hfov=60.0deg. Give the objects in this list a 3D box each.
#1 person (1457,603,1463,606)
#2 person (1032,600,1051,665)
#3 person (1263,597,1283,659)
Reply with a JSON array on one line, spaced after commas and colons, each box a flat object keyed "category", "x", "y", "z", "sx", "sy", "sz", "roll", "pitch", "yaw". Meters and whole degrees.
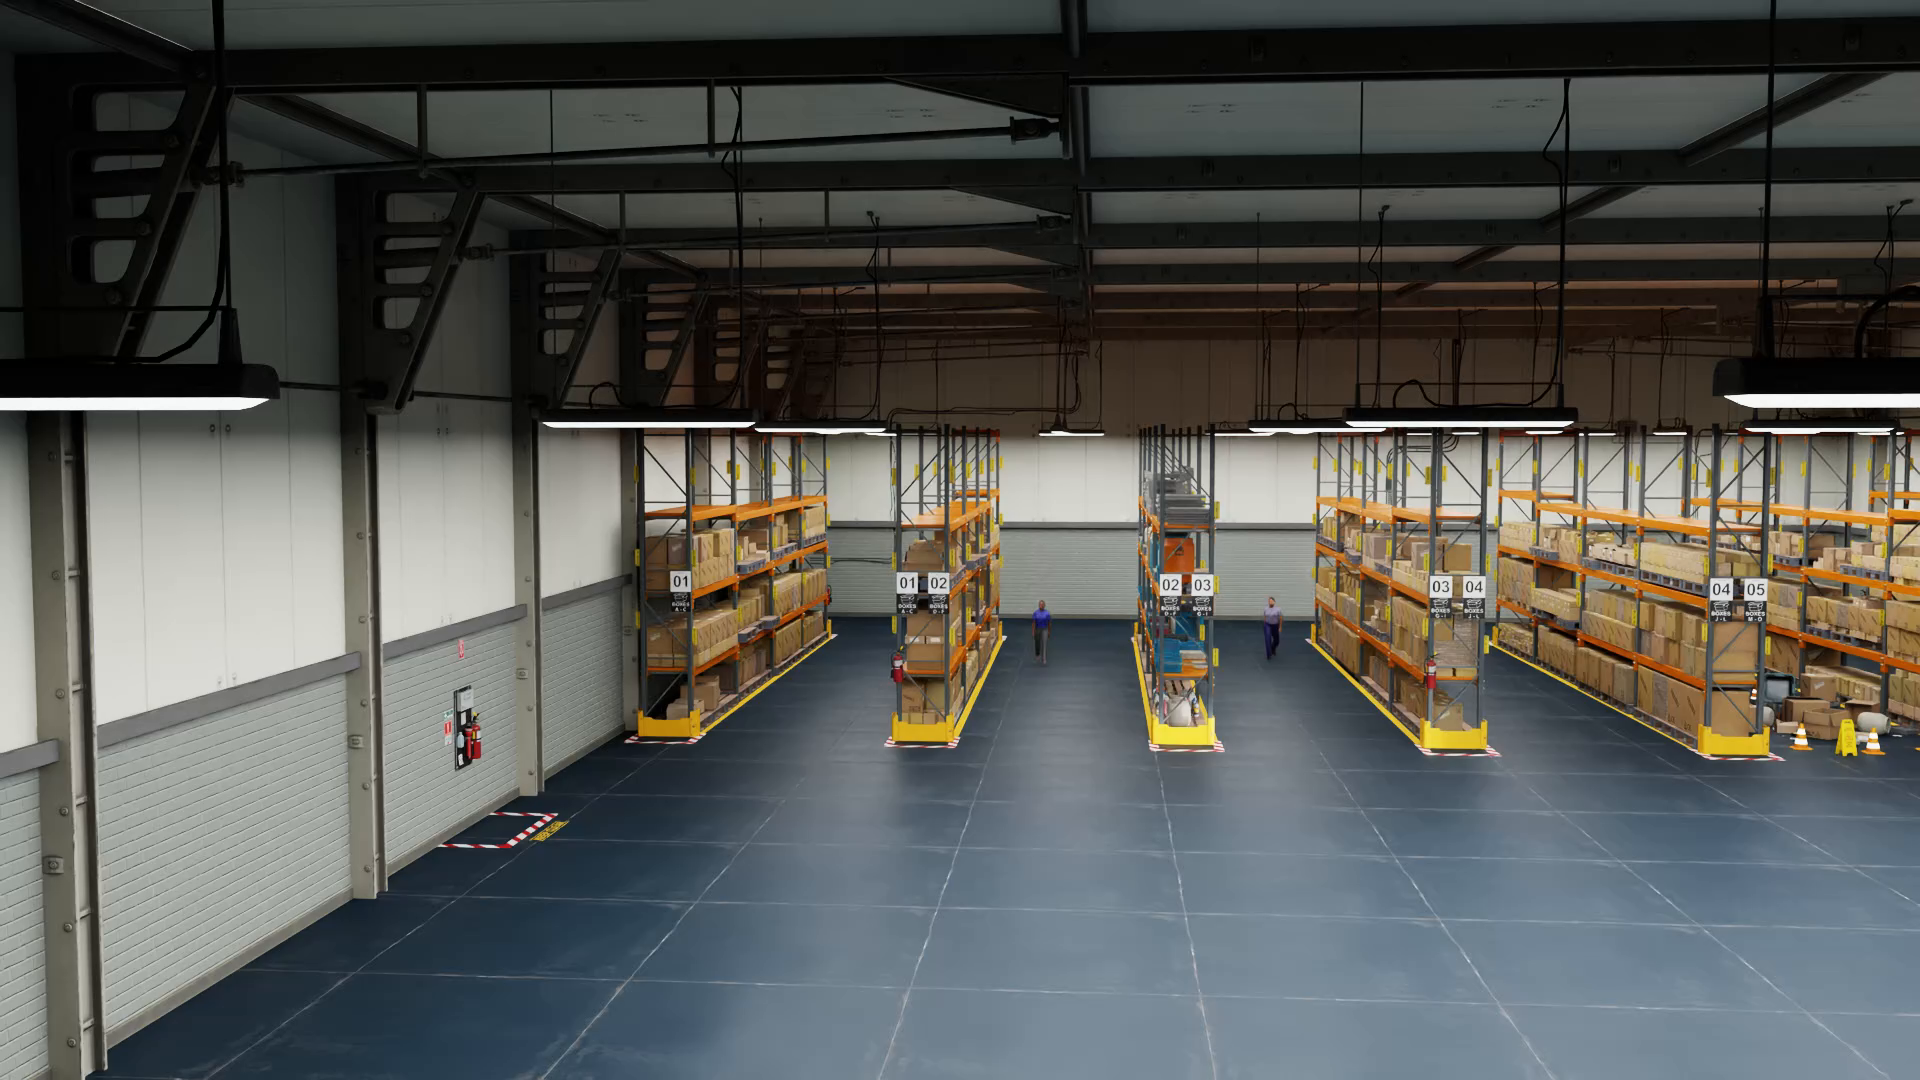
[{"category": "person", "x": 14.331, "y": 1.939, "z": 48.283, "sx": 0.656, "sy": 1.765, "sz": 0.795, "roll": 1, "pitch": 4, "yaw": 8}, {"category": "person", "x": 2.070, "y": 2.330, "z": 42.294, "sx": 0.484, "sy": 1.591, "sz": 1.045, "roll": 0, "pitch": 3, "yaw": 4}, {"category": "person", "x": 8.135, "y": 2.272, "z": 43.311, "sx": 0.487, "sy": 1.602, "sz": 0.838, "roll": 0, "pitch": 3, "yaw": 3}]
